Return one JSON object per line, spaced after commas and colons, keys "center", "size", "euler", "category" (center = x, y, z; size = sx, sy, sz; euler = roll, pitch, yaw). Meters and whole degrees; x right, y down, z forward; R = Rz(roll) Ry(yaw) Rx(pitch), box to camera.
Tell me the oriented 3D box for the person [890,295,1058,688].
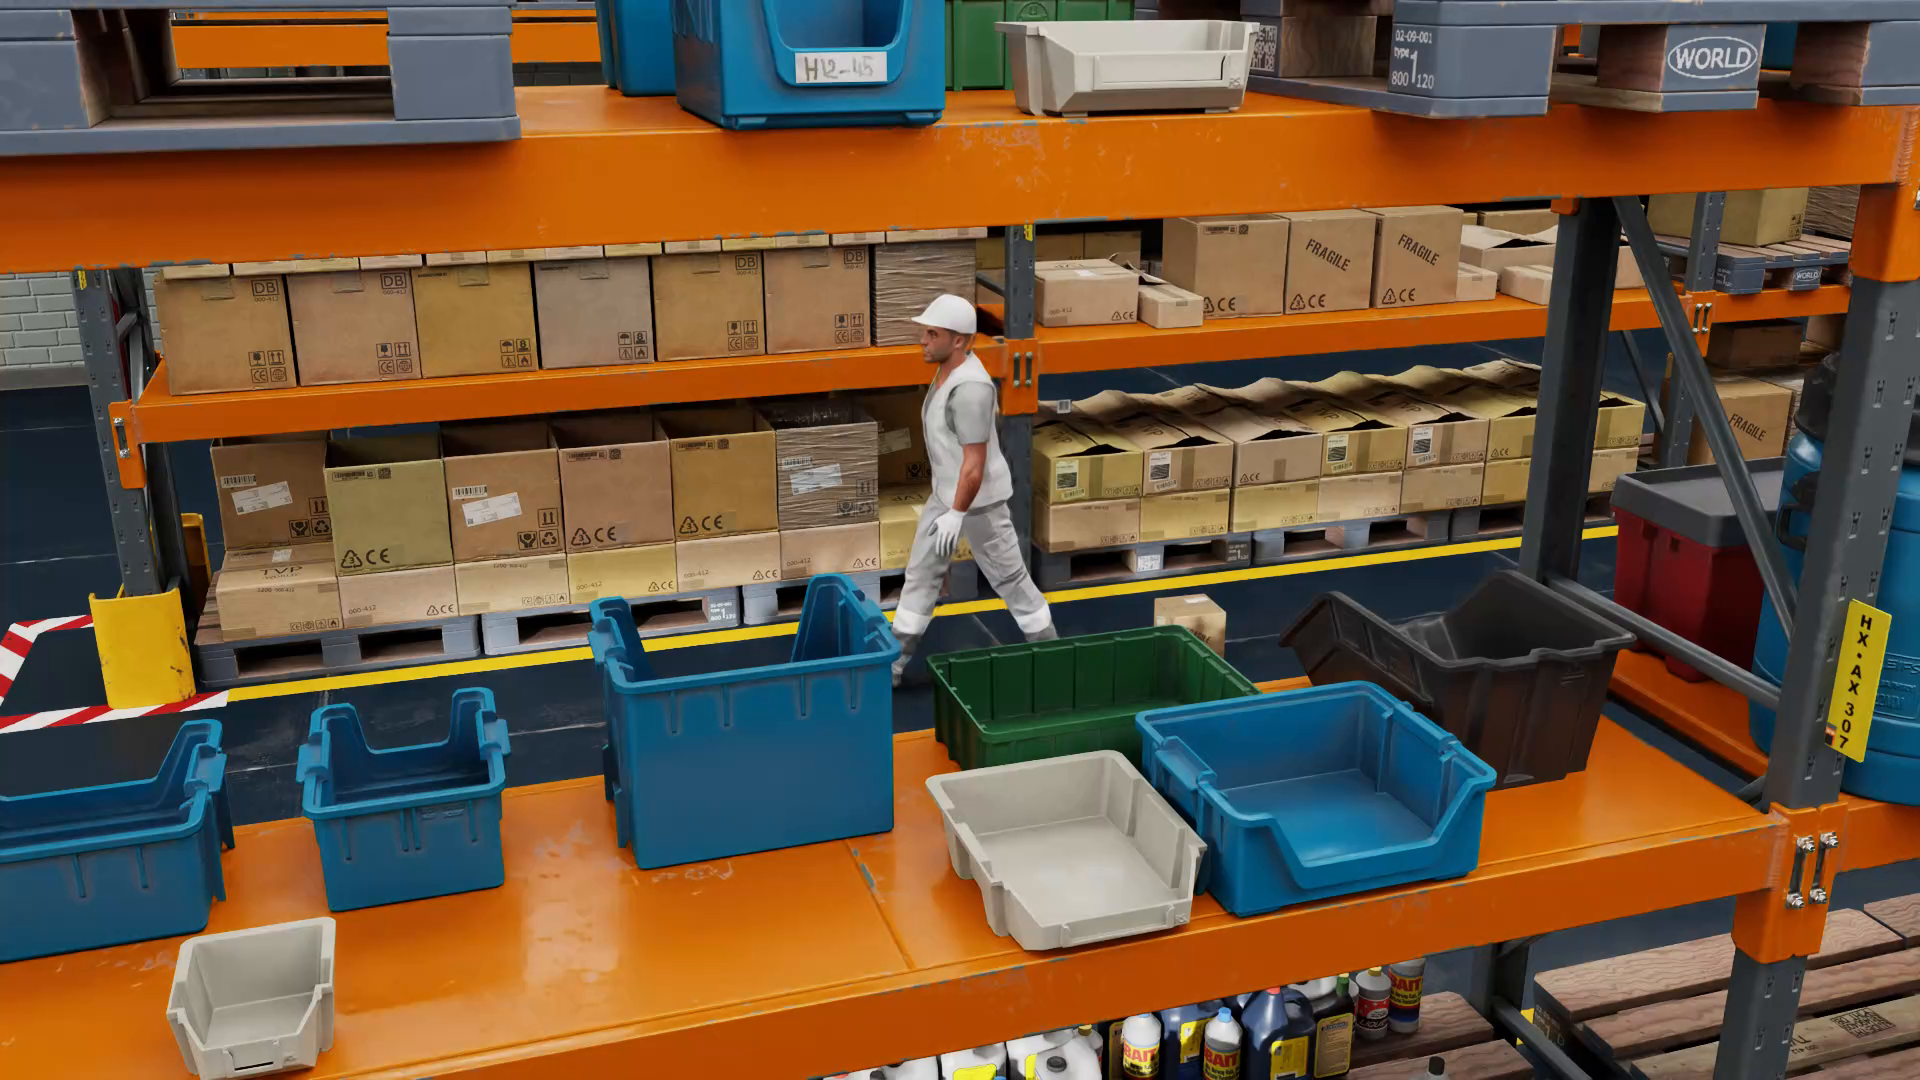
{"center": [-0.035, -0.180, 7.023], "size": [1.008, 1.721, 0.577], "euler": [-6, 20, -18], "category": "person"}
